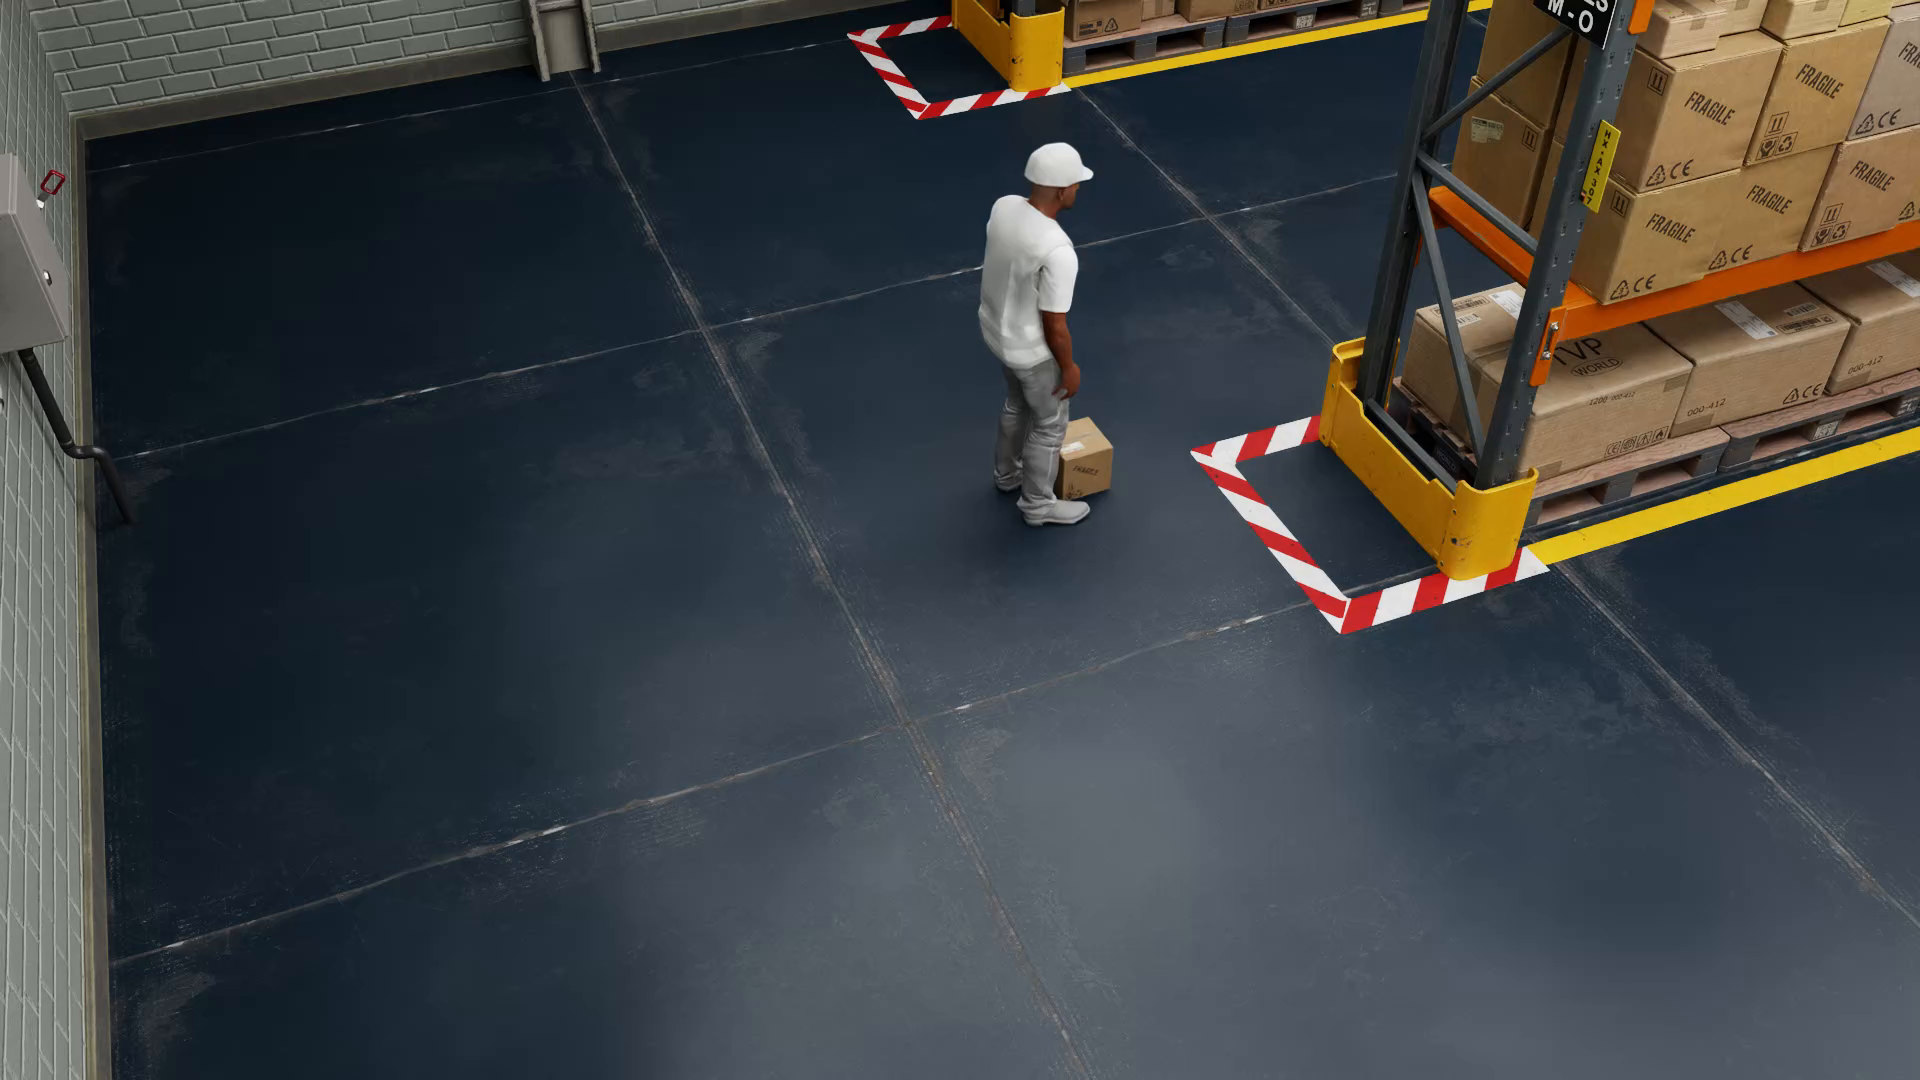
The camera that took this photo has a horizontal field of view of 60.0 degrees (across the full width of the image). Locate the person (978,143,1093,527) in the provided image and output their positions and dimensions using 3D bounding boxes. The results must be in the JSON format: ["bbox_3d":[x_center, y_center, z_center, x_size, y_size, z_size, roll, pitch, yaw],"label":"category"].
[{"bbox_3d":[0.329,-0.874,7.134,0.462,1.759,0.622,-17,44,-18],"label":"person"}]
